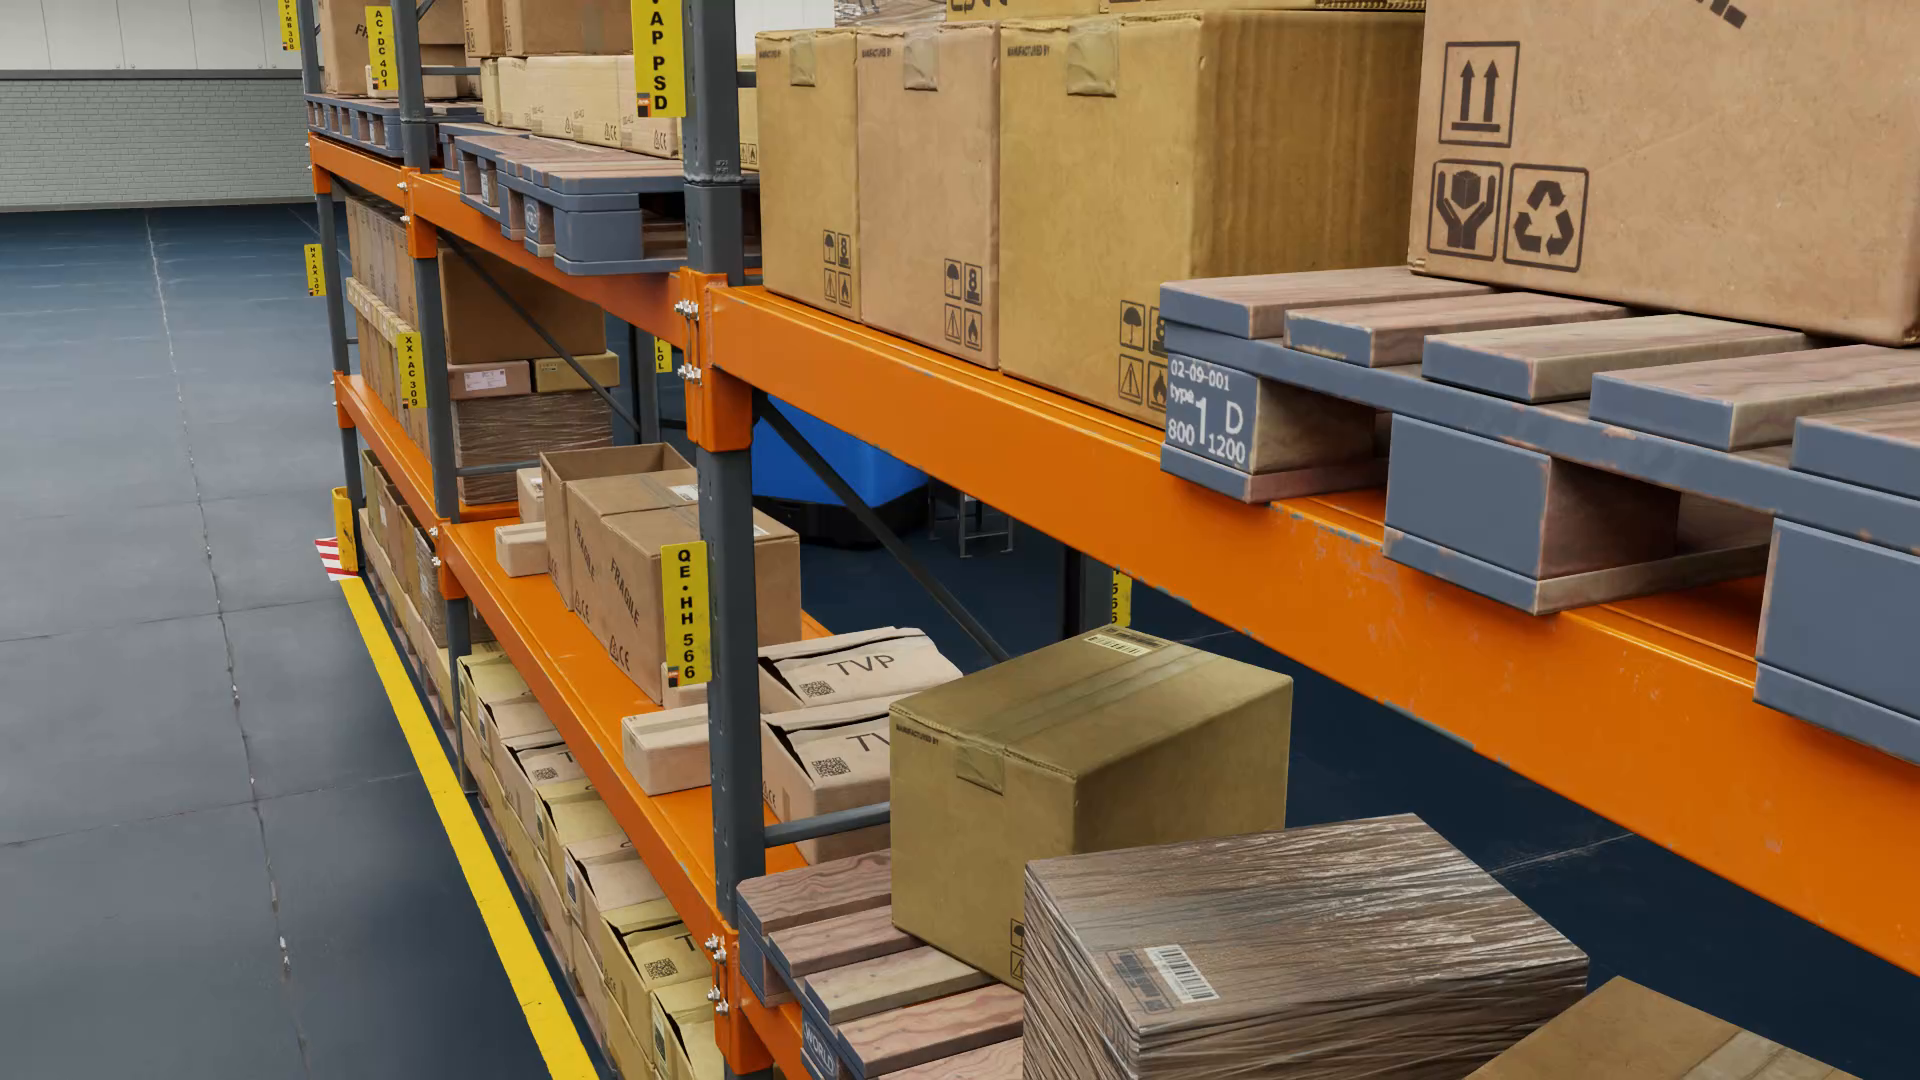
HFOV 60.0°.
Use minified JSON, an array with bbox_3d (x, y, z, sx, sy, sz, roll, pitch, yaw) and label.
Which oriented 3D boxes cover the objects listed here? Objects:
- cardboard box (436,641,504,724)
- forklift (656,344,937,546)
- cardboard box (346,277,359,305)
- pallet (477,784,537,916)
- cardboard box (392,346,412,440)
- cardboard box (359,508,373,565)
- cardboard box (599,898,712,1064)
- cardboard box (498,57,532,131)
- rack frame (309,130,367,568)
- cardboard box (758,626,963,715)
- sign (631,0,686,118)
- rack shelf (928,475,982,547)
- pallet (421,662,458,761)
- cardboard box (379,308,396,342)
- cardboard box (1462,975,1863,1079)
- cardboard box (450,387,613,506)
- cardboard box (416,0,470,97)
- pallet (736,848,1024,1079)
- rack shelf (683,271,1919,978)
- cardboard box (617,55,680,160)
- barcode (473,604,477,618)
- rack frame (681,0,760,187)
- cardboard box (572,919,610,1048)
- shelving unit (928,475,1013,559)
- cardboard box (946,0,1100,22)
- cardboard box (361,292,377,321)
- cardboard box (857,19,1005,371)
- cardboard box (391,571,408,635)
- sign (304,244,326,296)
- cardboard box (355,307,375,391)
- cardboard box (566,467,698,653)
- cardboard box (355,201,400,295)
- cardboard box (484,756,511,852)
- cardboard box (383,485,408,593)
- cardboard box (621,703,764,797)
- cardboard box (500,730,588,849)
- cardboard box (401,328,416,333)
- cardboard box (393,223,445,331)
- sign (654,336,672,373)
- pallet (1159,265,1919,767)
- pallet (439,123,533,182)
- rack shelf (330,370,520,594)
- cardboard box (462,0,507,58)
[{"bbox_3d":[-2.253,0.692,8.125,0.500,0.250,0.500,-8,18,-25],"label":"cardboard box"},{"bbox_3d":[-1.725,-1.625,12.101,3.031,2.935,1.130,8,18,25],"label":"forklift"},{"bbox_3d":[-3.627,-1.568,10.418,0.380,0.149,0.250,-8,18,-25],"label":"cardboard box"},{"bbox_3d":[-1.495,1.179,7.259,1.003,0.211,1.213,-8,18,-25],"label":"pallet"},{"bbox_3d":[-2.732,-0.878,9.192,0.700,0.500,0.500,-7,17,-23],"label":"cardboard box"},{"bbox_3d":[-3.570,-0.051,10.715,0.500,0.250,0.500,-8,18,-25],"label":"cardboard box"},{"bbox_3d":[-0.785,1.275,5.077,0.500,0.311,0.500,-8,18,-26],"label":"cardboard box"},{"bbox_3d":[-1.348,-1.621,6.034,0.500,0.250,0.500,-10,19,-30],"label":"cardboard box"},{"bbox_3d":[-3.605,-1.331,10.951,1.000,3.000,0.127,-8,18,-25],"label":"rack frame"},{"bbox_3d":[-0.318,0.450,4.905,0.500,0.311,0.500,-8,18,-26],"label":"cardboard box"},{"bbox_3d":[-0.603,-1.011,3.316,0.100,0.325,0.005,-8,18,-25],"label":"sign"},{"bbox_3d":[0.073,-0.282,11.515,0.431,0.518,0.480,-8,18,-25],"label":"rack shelf"},{"bbox_3d":[-2.164,0.799,8.584,1.003,0.211,1.213,-8,18,-25],"label":"pallet"},{"bbox_3d":[-2.954,-1.186,9.089,0.380,0.149,0.250,-7,18,-24],"label":"cardboard box"},{"bbox_3d":[0.822,0.964,2.011,0.700,0.500,0.500,-13,21,-39],"label":"cardboard box"},{"bbox_3d":[-2.053,-0.496,7.861,0.700,0.500,0.500,-8,18,-26],"label":"cardboard box"},{"bbox_3d":[-2.461,-2.523,8.465,0.797,0.503,0.637,-6,17,-19],"label":"cardboard box"},{"bbox_3d":[0.260,0.904,3.509,1.213,0.211,1.003,-8,18,-25],"label":"pallet"},{"bbox_3d":[0.776,0.053,1.996,1.077,0.370,4.000,-8,18,-25],"label":"rack shelf"},{"bbox_3d":[-0.596,-1.152,4.401,0.500,0.250,0.500,-7,17,-23],"label":"cardboard box"},{"bbox_3d":[-2.115,0.303,7.250,0.001,0.075,0.075,-8,18,-25],"label":"barcode"},{"bbox_3d":[-0.101,-2.231,3.211,1.000,3.000,0.127,-8,18,-25],"label":"rack frame"},{"bbox_3d":[-0.997,1.419,5.591,0.500,0.250,0.500,-7,18,-24],"label":"cardboard box"},{"bbox_3d":[0.073,-0.968,11.318,0.431,2.100,0.503,-8,18,-25],"label":"shelving unit"},{"bbox_3d":[0.308,-1.082,2.653,0.500,0.500,0.500,-8,18,-25],"label":"cardboard box"},{"bbox_3d":[-3.292,-1.378,9.756,0.380,0.149,0.250,-8,18,-26],"label":"cardboard box"},{"bbox_3d":[0.344,-0.607,2.807,0.910,0.500,0.500,-8,18,-25],"label":"cardboard box"},{"bbox_3d":[-2.915,0.321,9.418,0.500,0.250,0.500,-8,18,-25],"label":"cardboard box"},{"bbox_3d":[-4.107,-1.720,10.592,0.100,0.325,0.005,-8,18,-25],"label":"sign"},{"bbox_3d":[-3.412,-1.262,10.528,0.700,0.500,0.500,-8,18,-25],"label":"cardboard box"},{"bbox_3d":[-1.081,0.060,5.922,0.500,0.500,0.500,-8,18,-25],"label":"cardboard box"},{"bbox_3d":[-3.154,-1.742,9.851,0.700,0.500,0.500,-8,18,-26],"label":"cardboard box"},{"bbox_3d":[-1.676,1.038,6.921,0.500,0.250,0.500,-7,18,-24],"label":"cardboard box"},{"bbox_3d":[-2.916,-0.040,9.314,0.500,0.500,0.500,-8,18,-25],"label":"cardboard box"},{"bbox_3d":[-0.743,0.584,4.734,0.380,0.149,0.250,-8,18,-25],"label":"cardboard box"},{"bbox_3d":[-1.453,0.897,6.395,0.500,0.311,0.500,-8,18,-27],"label":"cardboard box"},{"bbox_3d":[-2.609,-0.993,8.416,0.380,0.149,0.250,-8,18,-25],"label":"cardboard box"},{"bbox_3d":[-2.494,-1.369,8.552,0.700,0.500,0.500,-8,18,-25],"label":"cardboard box"},{"bbox_3d":[-1.369,-0.926,7.583,0.100,0.325,0.005,-8,18,-25],"label":"sign"},{"bbox_3d":[0.972,-0.134,1.682,1.213,0.211,1.003,-8,18,-25],"label":"pallet"},{"bbox_3d":[-1.455,-1.472,6.350,0.805,0.209,1.217,-8,18,-27],"label":"pallet"},{"bbox_3d":[-2.729,-0.489,9.322,1.077,0.370,4.000,-8,18,-25],"label":"rack shelf"},{"bbox_3d":[-1.618,-2.113,6.391,0.500,0.500,0.500,-7,18,-24],"label":"cardboard box"}]
